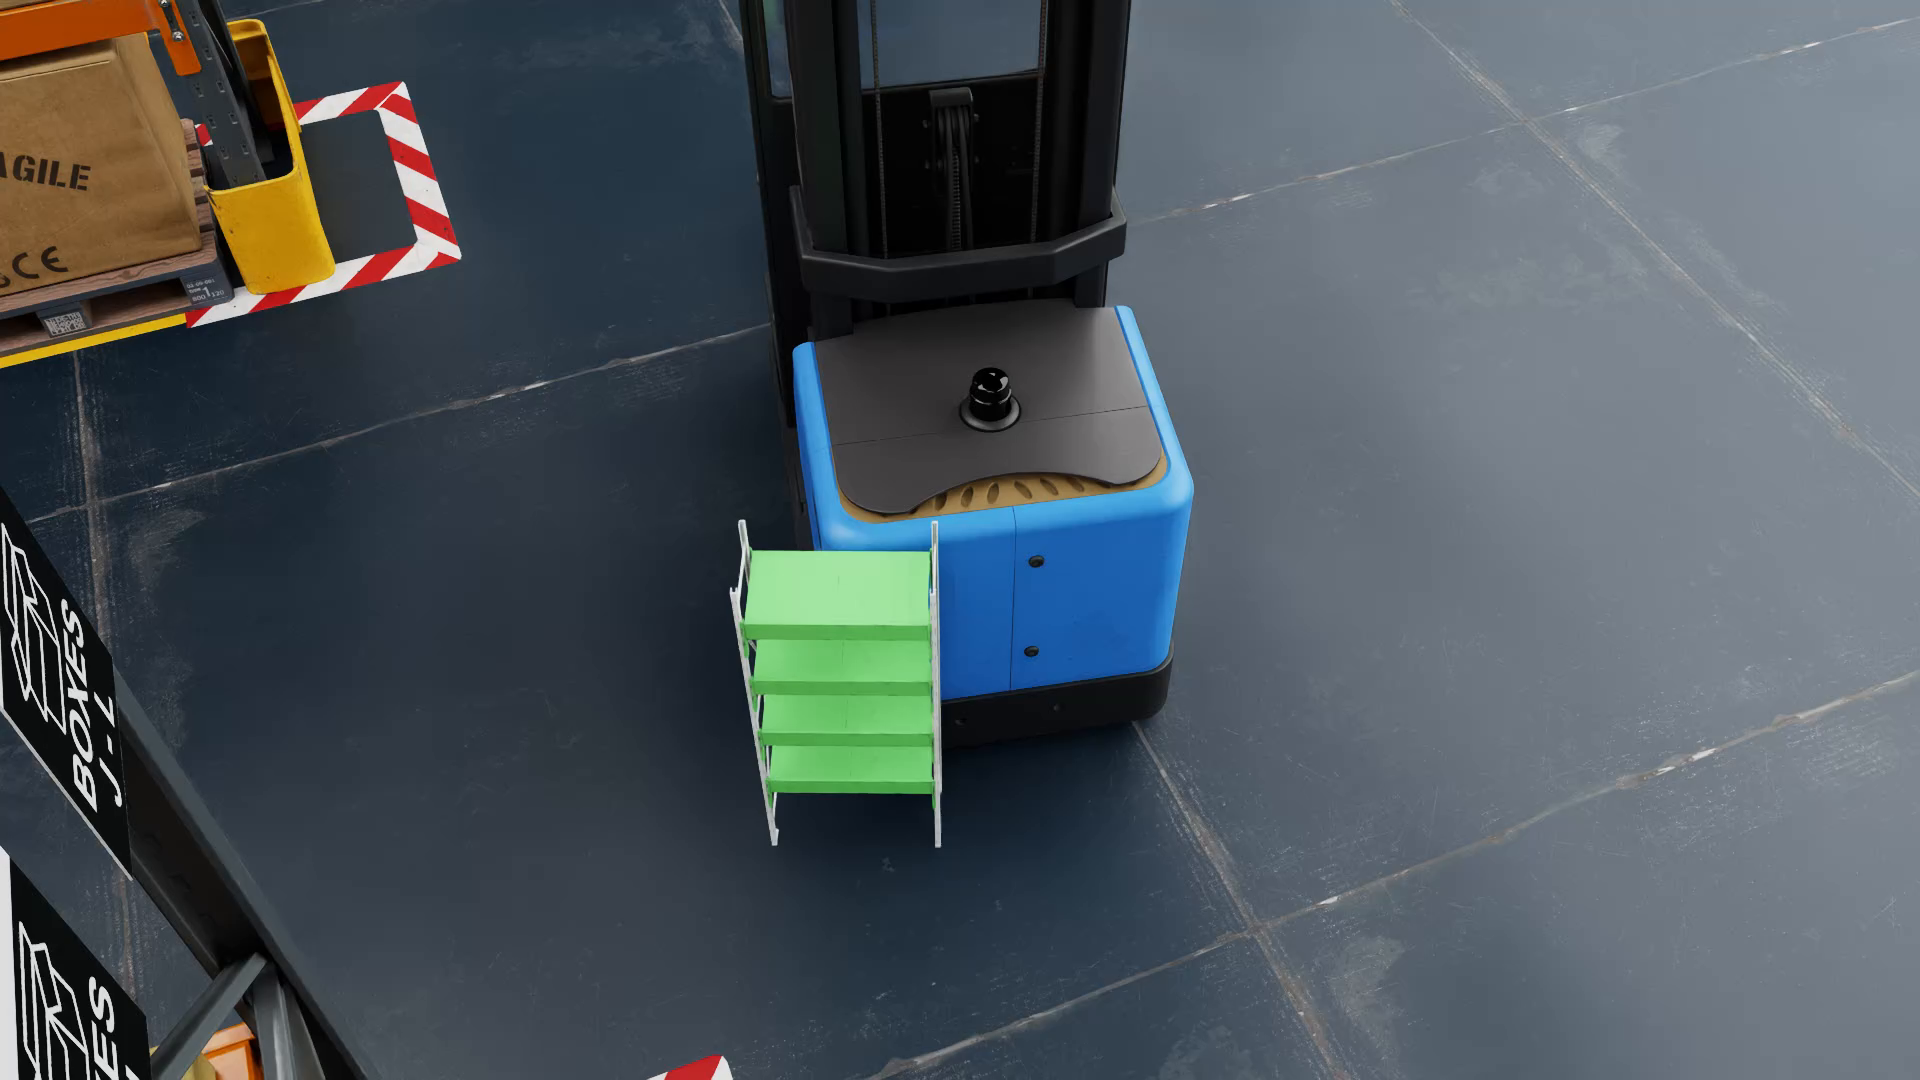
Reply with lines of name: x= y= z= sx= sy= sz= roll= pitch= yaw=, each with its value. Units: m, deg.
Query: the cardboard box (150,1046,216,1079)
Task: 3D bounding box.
cardboard box: x=-1.464 y=1.126 z=2.972 sx=0.250 sy=0.149 sz=0.380 roll=-17 pitch=52 yaw=-14

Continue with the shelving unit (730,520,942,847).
shelving unit: x=-0.309 y=0.433 z=4.587 sx=0.503 sy=1.200 sz=0.258 roll=0 pitch=49 yaw=0

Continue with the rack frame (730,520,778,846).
rack frame: x=-0.553 y=0.431 z=4.589 sx=0.015 sy=1.200 sz=0.240 roll=0 pitch=49 yaw=0

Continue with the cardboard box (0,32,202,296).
cardboard box: x=-3.495 y=-1.587 z=6.259 sx=0.875 sy=0.875 sz=0.875 roll=-17 pitch=51 yaw=-14

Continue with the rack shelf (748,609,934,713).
rack shelf: x=-0.309 y=0.318 z=4.454 sx=0.480 sy=0.148 sz=0.258 roll=0 pitch=49 yaw=0

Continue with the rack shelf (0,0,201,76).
rack shelf: x=-4.744 y=-1.575 z=5.599 sx=4.000 sy=0.370 sz=1.077 roll=-17 pitch=52 yaw=-14

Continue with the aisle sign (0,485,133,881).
aisle sign: x=-1.166 y=0.054 z=2.013 sx=0.004 sy=0.787 sz=0.394 roll=-17 pitch=52 yaw=-14

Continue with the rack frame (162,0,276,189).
rack frame: x=-2.892 y=-2.383 z=5.819 sx=0.127 sy=3.000 sz=1.000 roll=-17 pitch=52 yaw=-14

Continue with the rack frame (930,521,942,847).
rack frame: x=-0.065 y=0.434 z=4.586 sx=0.015 sy=1.200 sz=0.240 roll=0 pitch=49 yaw=0

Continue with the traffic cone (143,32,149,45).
traffic cone: x=-3.921 y=-2.401 z=7.507 sx=0.334 sy=0.463 sz=0.336 roll=-17 pitch=52 yaw=-14

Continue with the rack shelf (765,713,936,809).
rack shelf: x=-0.309 y=0.631 z=4.818 sx=0.480 sy=0.148 sz=0.258 roll=0 pitch=49 yaw=0

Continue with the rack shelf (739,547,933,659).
rack shelf: x=-0.309 y=0.162 z=4.272 sx=0.480 sy=0.148 sz=0.258 roll=0 pitch=49 yaw=0

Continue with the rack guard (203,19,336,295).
rack guard: x=-2.870 y=-1.575 z=6.773 sx=0.348 sy=0.500 sz=1.175 roll=-17 pitch=52 yaw=-14

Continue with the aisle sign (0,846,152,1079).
aisle sign: x=-0.940 y=0.476 z=1.651 sx=0.004 sy=0.787 sz=0.394 roll=-17 pitch=52 yaw=-14

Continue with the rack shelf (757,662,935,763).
rack shelf: x=-0.309 y=0.474 z=4.636 sx=0.480 sy=0.148 sz=0.258 roll=0 pitch=49 yaw=0

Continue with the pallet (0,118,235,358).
pallet: x=-3.603 y=-1.190 z=6.633 sx=1.213 sy=0.211 sz=1.003 roll=-17 pitch=52 yaw=-14

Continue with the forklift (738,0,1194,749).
forklift: x=-0.108 y=-1.426 z=5.042 sx=1.130 sy=2.935 sz=3.031 roll=-8 pitch=50 yaw=-6

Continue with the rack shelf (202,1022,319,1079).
rack shelf: x=-2.962 y=1.938 z=2.583 sx=4.000 sy=0.370 sz=1.077 roll=-17 pitch=52 yaw=-14
